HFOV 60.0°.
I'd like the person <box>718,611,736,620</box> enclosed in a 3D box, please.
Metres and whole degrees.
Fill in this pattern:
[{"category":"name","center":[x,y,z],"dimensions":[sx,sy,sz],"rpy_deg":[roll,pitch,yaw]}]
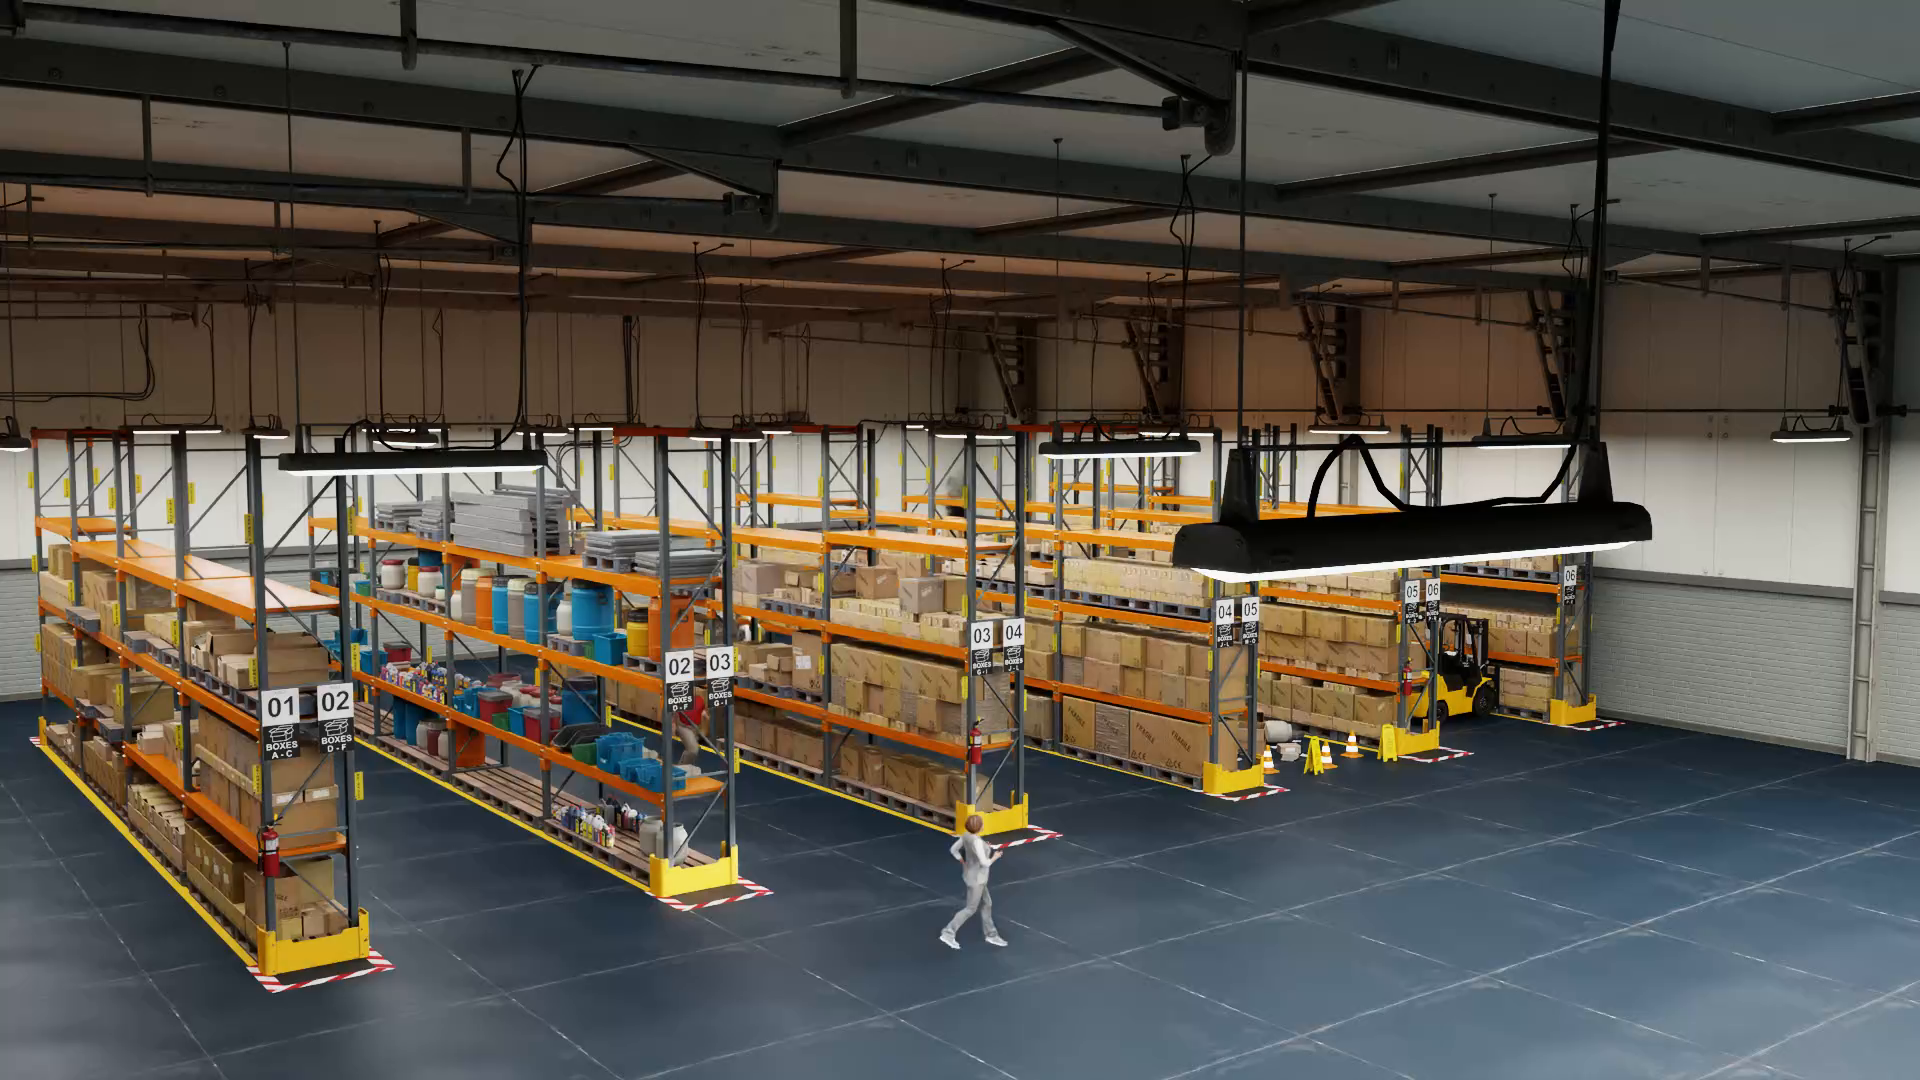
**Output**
[{"category":"person","center":[-5.809,2.224,41.600],"dimensions":[0.923,1.688,0.736],"rpy_deg":[-2,5,-28]}]

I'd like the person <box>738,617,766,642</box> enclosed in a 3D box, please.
[{"category":"person","center":[-4.720,2.537,37.283],"dimensions":[0.666,1.782,1.095],"rpy_deg":[-3,6,-37]}]

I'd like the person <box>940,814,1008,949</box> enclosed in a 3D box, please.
[{"category":"person","center":[0.163,4.036,19.386],"dimensions":[0.851,1.511,0.529],"rpy_deg":[-1,5,-15]}]

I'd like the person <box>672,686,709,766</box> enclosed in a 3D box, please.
[{"category":"person","center":[-4.558,3.272,28.179],"dimensions":[0.805,1.767,0.627],"rpy_deg":[3,6,37]}]
